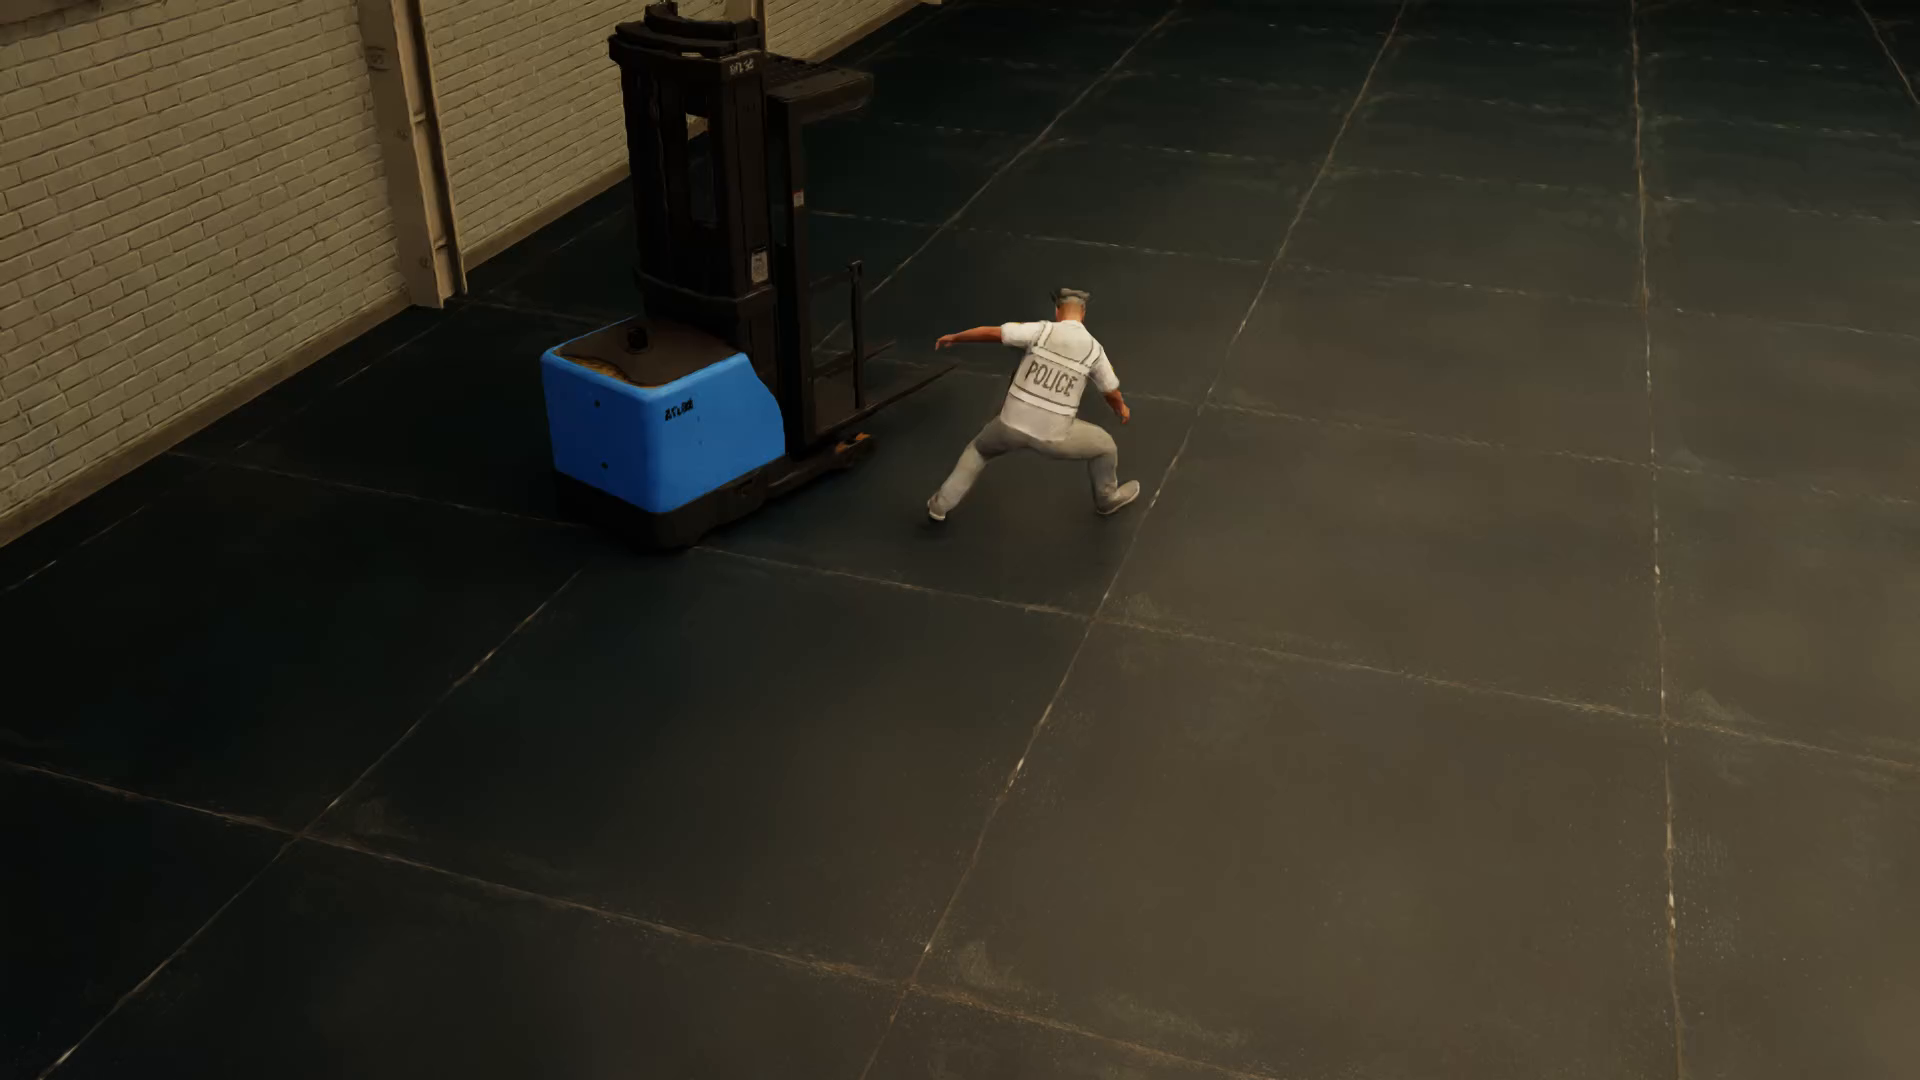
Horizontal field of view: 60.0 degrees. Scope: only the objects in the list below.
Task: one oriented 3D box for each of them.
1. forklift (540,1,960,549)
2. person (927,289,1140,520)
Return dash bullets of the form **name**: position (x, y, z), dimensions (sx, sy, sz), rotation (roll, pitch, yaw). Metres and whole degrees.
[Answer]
- **forklift**: position (-1.206, -1.880, 10.435), dimensions (1.130, 2.935, 3.031), rotation (22, 36, 33)
- **person**: position (0.443, -0.784, 10.008), dimensions (1.252, 1.466, 0.760), rotation (8, 31, 13)
